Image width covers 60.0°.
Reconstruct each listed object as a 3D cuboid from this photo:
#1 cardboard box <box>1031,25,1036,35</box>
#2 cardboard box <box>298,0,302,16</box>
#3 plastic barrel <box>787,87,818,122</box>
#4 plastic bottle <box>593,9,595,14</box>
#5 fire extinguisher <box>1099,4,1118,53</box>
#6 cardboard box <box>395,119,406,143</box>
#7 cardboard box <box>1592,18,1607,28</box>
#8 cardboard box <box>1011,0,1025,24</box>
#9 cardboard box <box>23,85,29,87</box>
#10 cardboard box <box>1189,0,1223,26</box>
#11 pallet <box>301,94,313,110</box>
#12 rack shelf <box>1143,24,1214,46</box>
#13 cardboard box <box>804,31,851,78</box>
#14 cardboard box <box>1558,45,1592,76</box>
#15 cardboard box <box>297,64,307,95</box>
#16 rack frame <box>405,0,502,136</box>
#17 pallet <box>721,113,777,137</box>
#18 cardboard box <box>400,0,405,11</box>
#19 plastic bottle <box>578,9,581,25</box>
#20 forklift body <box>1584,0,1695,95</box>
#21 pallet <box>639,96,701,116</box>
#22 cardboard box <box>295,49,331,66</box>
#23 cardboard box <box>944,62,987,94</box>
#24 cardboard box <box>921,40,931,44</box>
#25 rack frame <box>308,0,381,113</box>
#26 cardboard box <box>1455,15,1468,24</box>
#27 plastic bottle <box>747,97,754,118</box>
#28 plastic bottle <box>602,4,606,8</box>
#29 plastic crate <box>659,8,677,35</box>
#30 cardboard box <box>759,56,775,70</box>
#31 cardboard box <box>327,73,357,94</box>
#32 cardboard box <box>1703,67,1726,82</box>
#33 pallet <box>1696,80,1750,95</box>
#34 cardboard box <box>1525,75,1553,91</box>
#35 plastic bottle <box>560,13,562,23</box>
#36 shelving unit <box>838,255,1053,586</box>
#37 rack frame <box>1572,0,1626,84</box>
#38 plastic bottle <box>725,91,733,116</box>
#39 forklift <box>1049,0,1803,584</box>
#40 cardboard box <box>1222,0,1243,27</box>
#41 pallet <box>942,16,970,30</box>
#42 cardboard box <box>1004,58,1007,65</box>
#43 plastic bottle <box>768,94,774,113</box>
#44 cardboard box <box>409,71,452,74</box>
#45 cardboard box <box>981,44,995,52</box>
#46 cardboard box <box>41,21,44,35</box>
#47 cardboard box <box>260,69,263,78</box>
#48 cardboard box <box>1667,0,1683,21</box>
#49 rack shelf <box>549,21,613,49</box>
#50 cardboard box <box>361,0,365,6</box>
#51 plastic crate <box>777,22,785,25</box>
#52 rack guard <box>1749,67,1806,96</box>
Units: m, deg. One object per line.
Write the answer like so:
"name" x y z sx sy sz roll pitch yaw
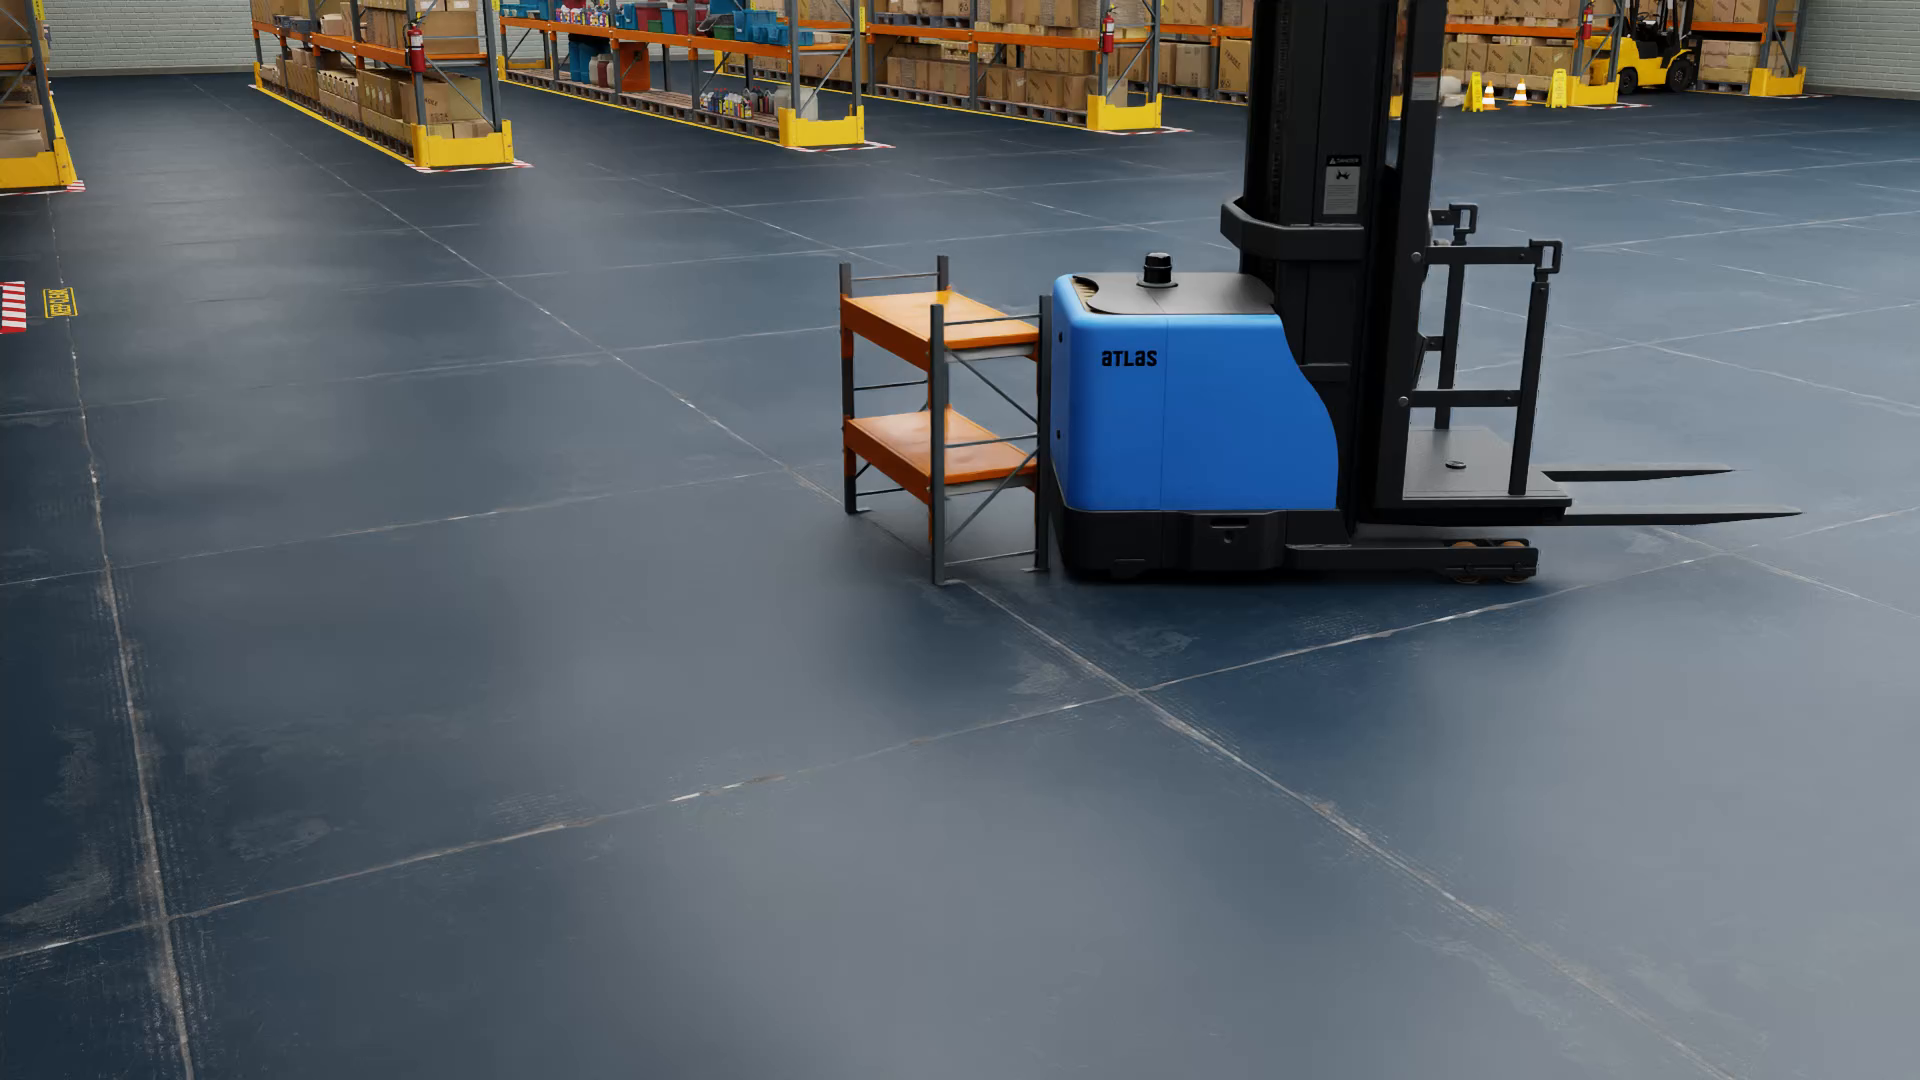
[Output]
"cardboard box" 1.350 -8.085 26.349 0.380 0.149 0.250 -10 21 -27
"cardboard box" -10.996 -9.317 28.736 0.700 0.500 0.500 -17 25 -40
"plastic barrel" -2.210 -6.090 23.351 0.421 0.512 0.421 0 19 0
"plastic bottle" -6.700 -9.585 30.489 0.061 0.283 0.133 -10 21 -27
"fire extinguisher" 2.178 -7.516 24.434 0.296 0.674 0.183 -10 21 -27
"cardboard box" -6.954 -5.272 21.384 0.500 0.250 0.500 -10 21 -27
"cardboard box" 11.271 -9.203 29.588 0.380 0.149 0.250 -10 21 -26
"cardboard box" 1.321 -8.578 26.782 0.875 0.500 0.500 -10 21 -27
"cardboard box" -13.557 -6.176 23.587 0.700 0.500 0.500 -10 21 -27
"cardboard box" 4.560 -9.700 30.491 0.500 0.500 0.500 -10 21 -27
"pallet" -10.886 -7.672 29.042 1.003 0.211 1.213 -10 21 -27
"rack shelf" 4.093 -9.779 31.975 1.077 0.370 4.000 -10 21 -27
"cardboard box" -2.423 -9.859 33.718 1.225 0.875 0.875 -11 22 -29
"cardboard box" 11.099 -8.726 30.244 0.500 0.500 0.500 -11 22 -28
"cardboard box" -11.141 -7.977 28.808 0.500 0.500 0.500 -11 22 -29
"rack frame" -6.191 -6.124 20.280 1.000 3.000 0.127 -10 21 -27
"pallet" -2.864 -6.170 24.689 1.003 0.211 1.213 -10 21 -27
"cardboard box" -6.787 -6.706 20.820 0.380 0.149 0.250 -10 22 -27
"plastic bottle" -7.017 -9.684 30.795 0.097 0.271 0.097 0 19 0
"forklift body" 13.111 -9.823 32.300 2.313 2.155 1.214 -10 21 -27
"pallet" -4.720 -7.290 27.935 1.003 0.211 1.213 -10 21 -27
"cardboard box" -11.160 -8.342 28.716 0.500 0.250 0.500 -10 22 -28
"cardboard box" 0.147 -8.151 29.313 0.700 0.500 0.500 -10 21 -27
"cardboard box" -0.706 -11.919 39.888 0.380 0.149 0.250 -11 22 -29
"rack frame" -9.990 -8.420 26.935 1.000 3.000 0.127 -10 21 -27
"cardboard box" 9.624 -9.869 31.519 0.380 0.149 0.250 -9 21 -25
"plastic bottle" -3.090 -6.366 24.473 0.061 0.283 0.133 -10 21 -27
"plastic bottle" -6.804 -10.098 31.873 0.144 0.351 0.185 -10 21 -27
"plastic crate" -4.527 -8.299 26.608 0.392 0.384 0.575 -10 21 -27
"cardboard box" -3.840 -10.756 36.318 0.875 0.875 0.875 -10 21 -27
"cardboard box" -9.503 -7.092 25.797 0.500 0.311 0.500 -11 22 -28
"cardboard box" 14.888 -9.091 32.450 0.500 0.250 0.500 -10 21 -27
"pallet" 15.217 -8.857 32.475 1.003 0.211 1.213 -10 21 -27
"cardboard box" 10.618 -8.288 30.123 0.500 0.250 0.500 -10 21 -27
"plastic bottle" -7.595 -10.001 31.820 0.097 0.201 0.097 0 19 0
"shelving unit" -0.081 -0.536 6.961 0.538 1.125 1.048 -8 21 -22
"rack frame" 11.250 -9.192 29.172 1.000 3.000 0.127 -10 21 -27
"plastic bottle" -3.420 -6.522 24.820 0.144 0.351 0.185 -10 21 -27
"forklift" 1.914 -1.383 6.647 3.031 2.935 1.130 0 19 -1
"cardboard box" 5.228 -9.511 29.867 0.875 0.550 0.550 -10 21 -27
"pallet" 0.395 -8.957 28.783 1.003 0.211 1.213 -10 21 -27
"cardboard box" 1.227 -10.923 37.914 0.380 0.149 0.250 -9 21 -25
"plastic bottle" -2.852 -6.623 25.229 0.152 0.276 0.135 -10 21 -26
"cardboard box" -7.210 -6.138 22.742 0.500 0.500 0.500 -10 21 -27
"cardboard box" 0.689 -11.102 37.522 0.380 0.149 0.250 -10 21 -26
"cardboard box" -10.737 -5.975 18.899 0.500 0.500 0.500 -10 21 -27
"cardboard box" -13.774 -9.340 33.270 0.380 0.166 0.250 -10 21 -27
"cardboard box" 14.422 -10.550 32.953 0.500 0.500 0.500 -10 21 -26
"rack shelf" -6.578 -9.421 30.937 1.077 0.370 4.000 -10 21 -27
"cardboard box" -8.133 -7.519 23.175 0.380 0.149 0.250 -10 21 -27
"plastic crate" -2.965 -7.692 25.053 0.499 0.251 0.616 -10 21 -27
"rack guard" 15.628 -8.774 31.791 1.175 0.500 0.348 -10 21 -27
